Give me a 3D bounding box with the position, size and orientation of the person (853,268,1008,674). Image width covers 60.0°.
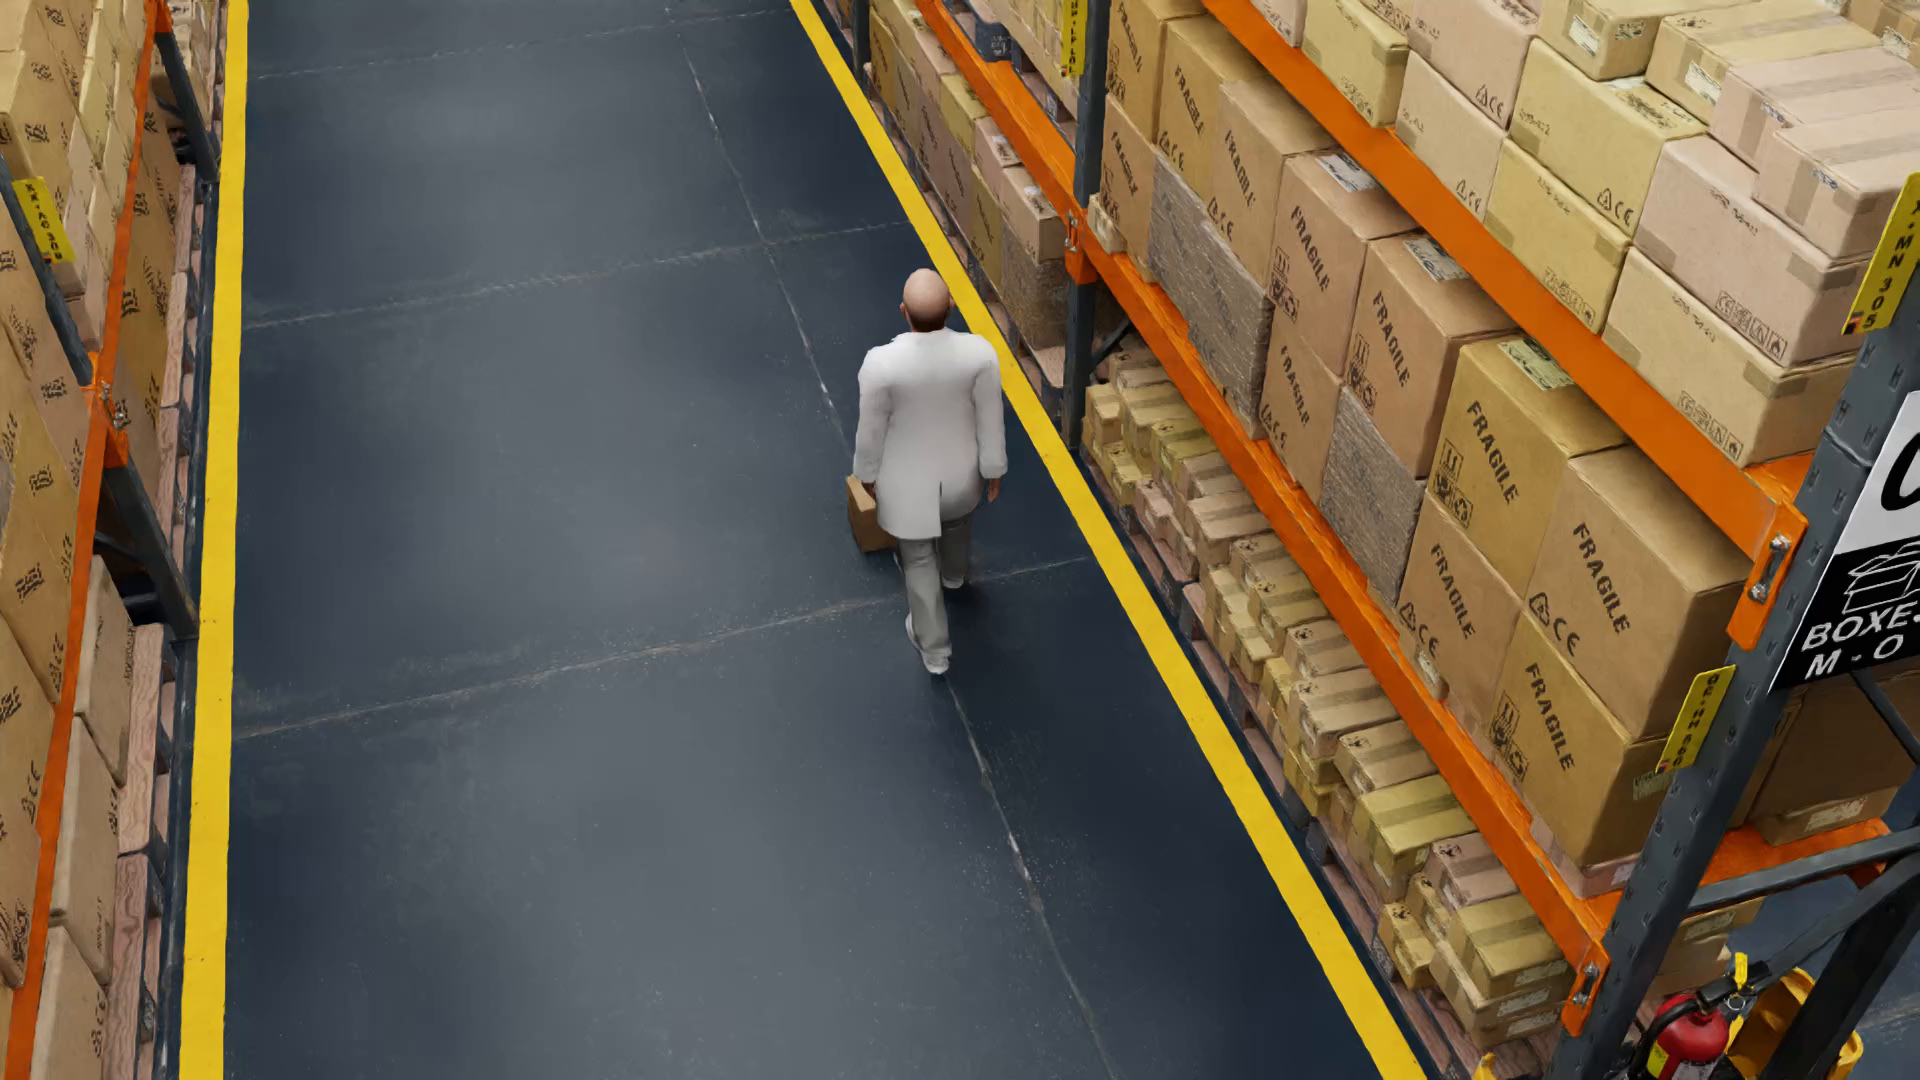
[{"bbox_3d":[-0.162,-0.365,6.570,0.586,1.766,0.829,-12,43,-13],"label":"person"}]
